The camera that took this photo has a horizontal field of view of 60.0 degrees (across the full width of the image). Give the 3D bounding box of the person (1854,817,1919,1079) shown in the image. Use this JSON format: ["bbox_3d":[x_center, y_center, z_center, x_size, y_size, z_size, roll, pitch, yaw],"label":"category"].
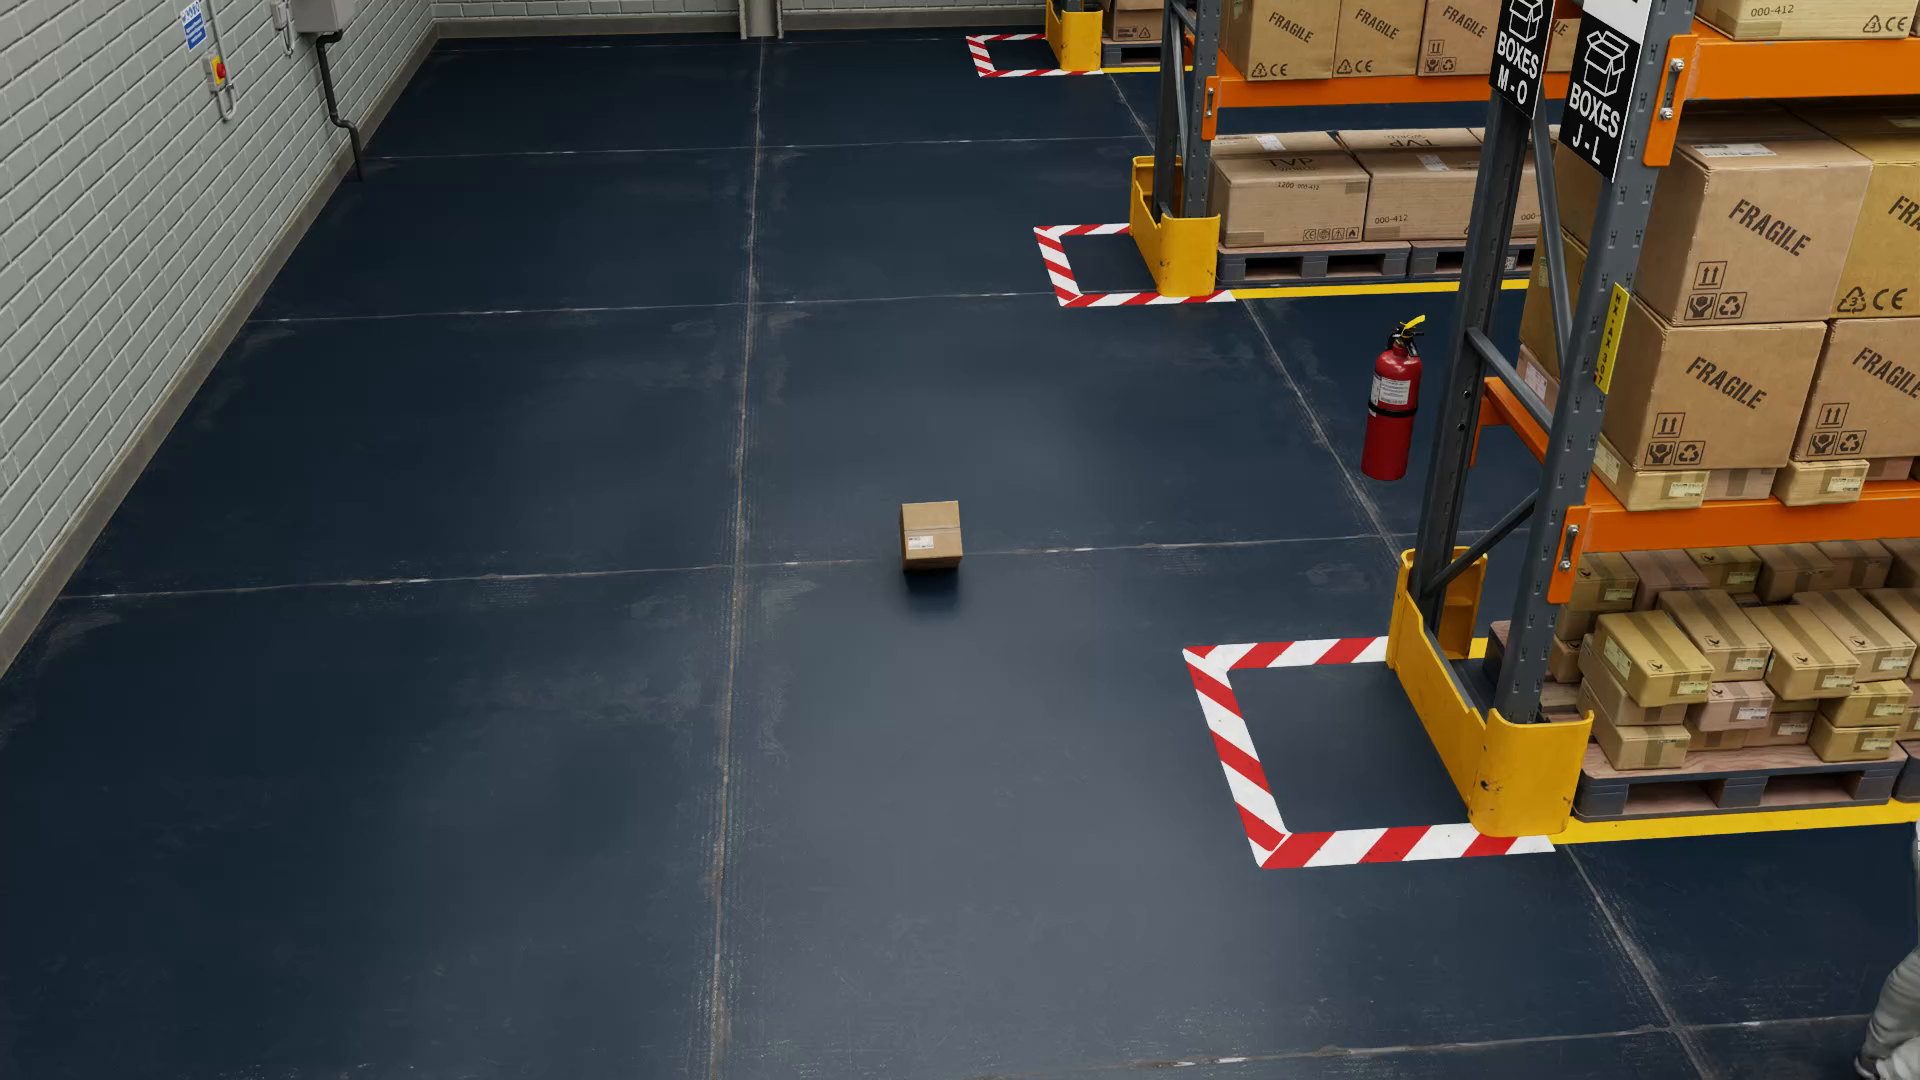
[{"bbox_3d":[2.857,0.935,4.554,0.446,1.660,0.489,2,31,3],"label":"person"}]
